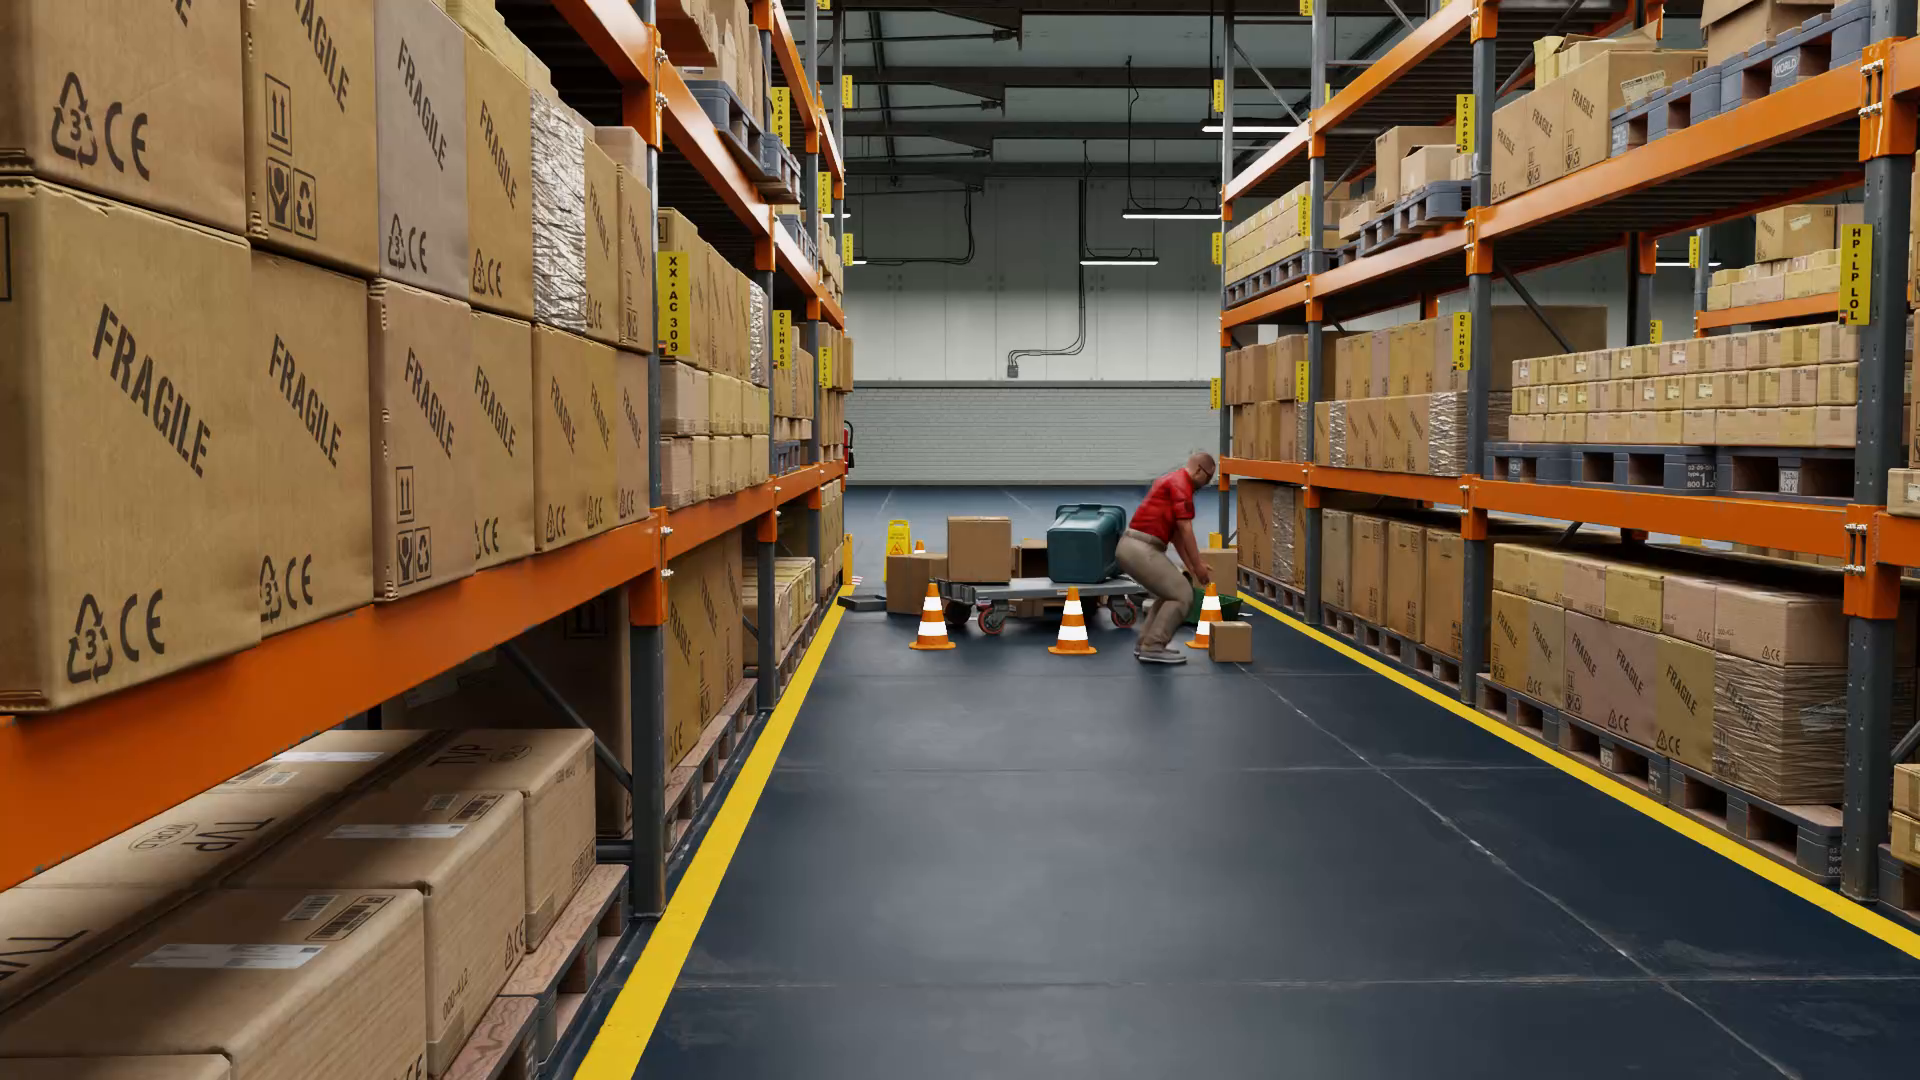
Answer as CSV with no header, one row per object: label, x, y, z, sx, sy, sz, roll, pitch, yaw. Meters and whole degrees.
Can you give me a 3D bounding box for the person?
person,1.414,0.112,11.447,0.687,1.438,0.589,0,4,-1
